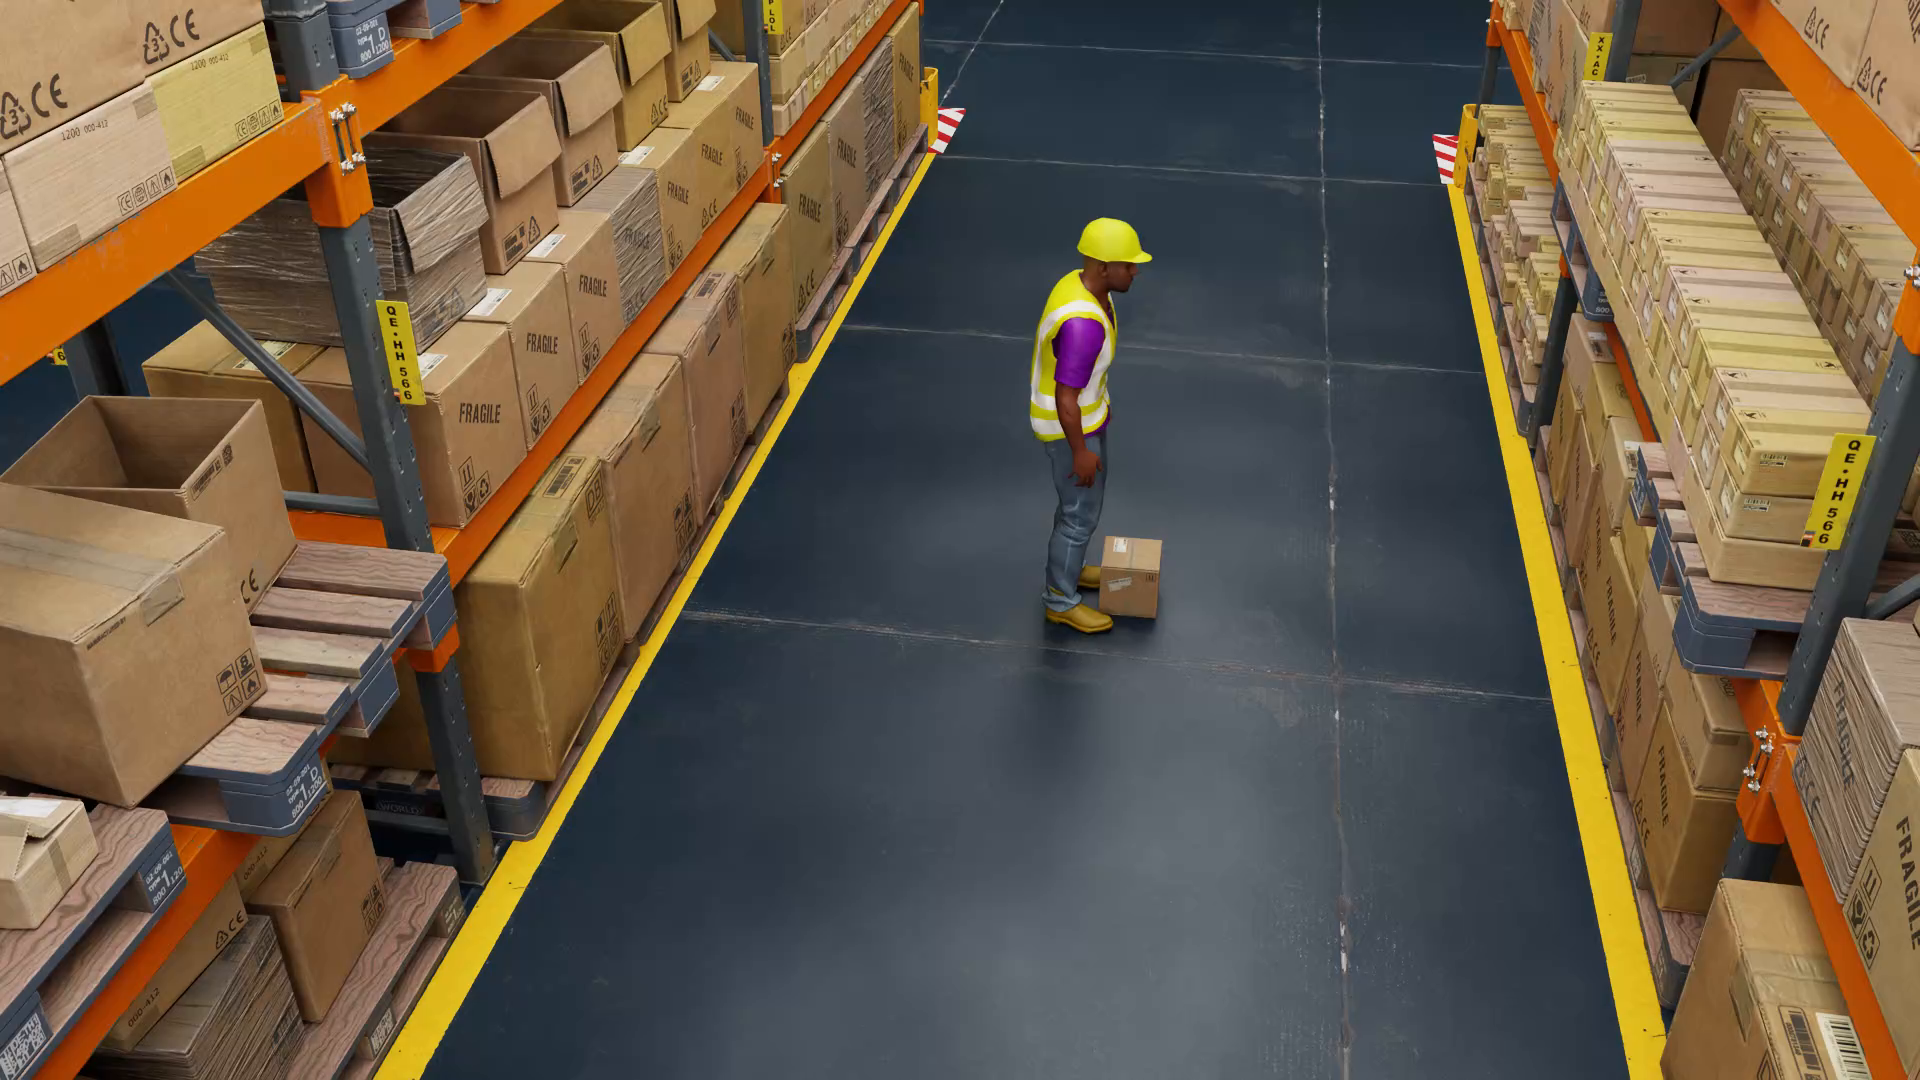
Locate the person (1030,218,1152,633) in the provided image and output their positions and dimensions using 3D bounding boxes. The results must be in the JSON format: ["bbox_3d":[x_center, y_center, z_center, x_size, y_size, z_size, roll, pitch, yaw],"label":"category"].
[{"bbox_3d":[0.520,-0.490,6.897,0.457,1.761,0.626,6,33,9],"label":"person"}]
